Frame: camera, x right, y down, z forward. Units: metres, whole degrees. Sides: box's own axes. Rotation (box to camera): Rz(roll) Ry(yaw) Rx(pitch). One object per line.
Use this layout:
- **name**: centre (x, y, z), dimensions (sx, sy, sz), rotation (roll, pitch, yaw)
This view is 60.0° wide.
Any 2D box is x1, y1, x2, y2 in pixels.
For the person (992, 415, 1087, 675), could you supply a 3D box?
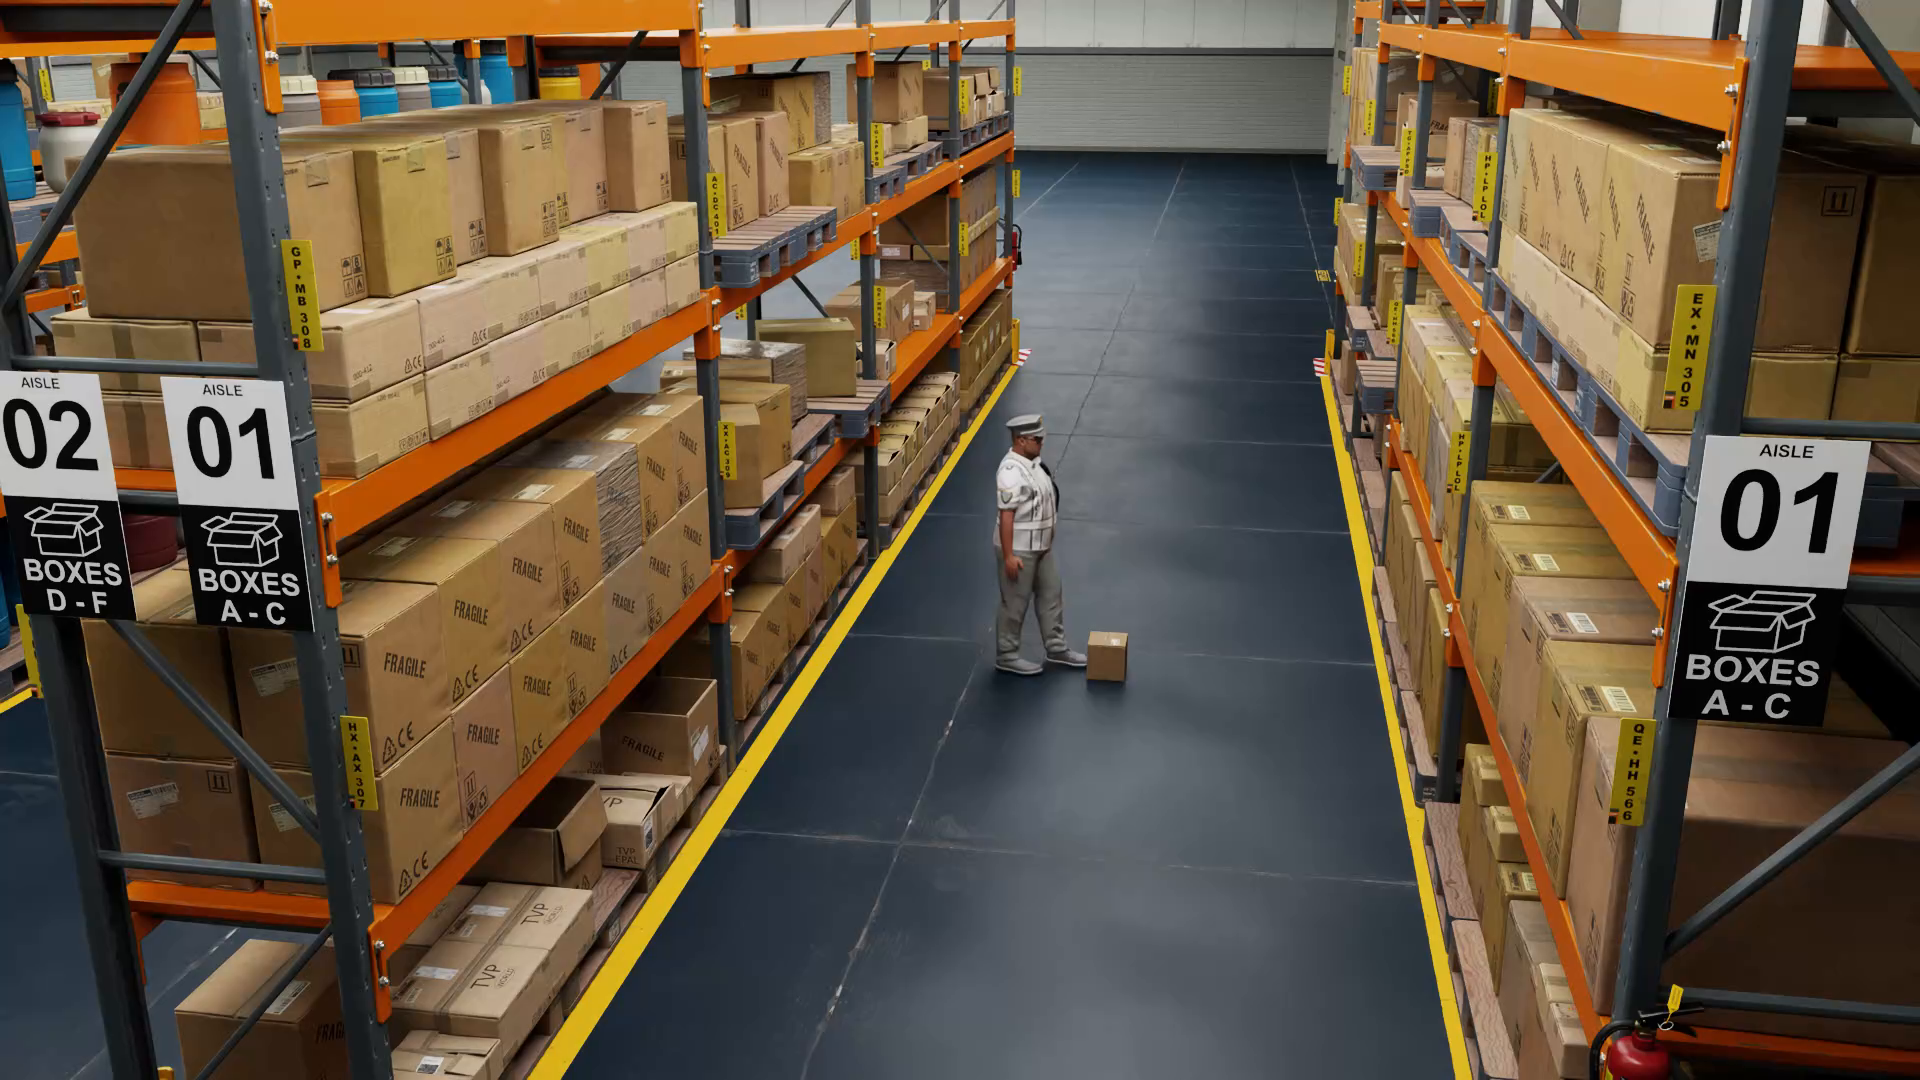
- **person**: centre (0.542, 0.039, 10.877), dimensions (0.633, 1.751, 0.565), rotation (7, 19, 19)
